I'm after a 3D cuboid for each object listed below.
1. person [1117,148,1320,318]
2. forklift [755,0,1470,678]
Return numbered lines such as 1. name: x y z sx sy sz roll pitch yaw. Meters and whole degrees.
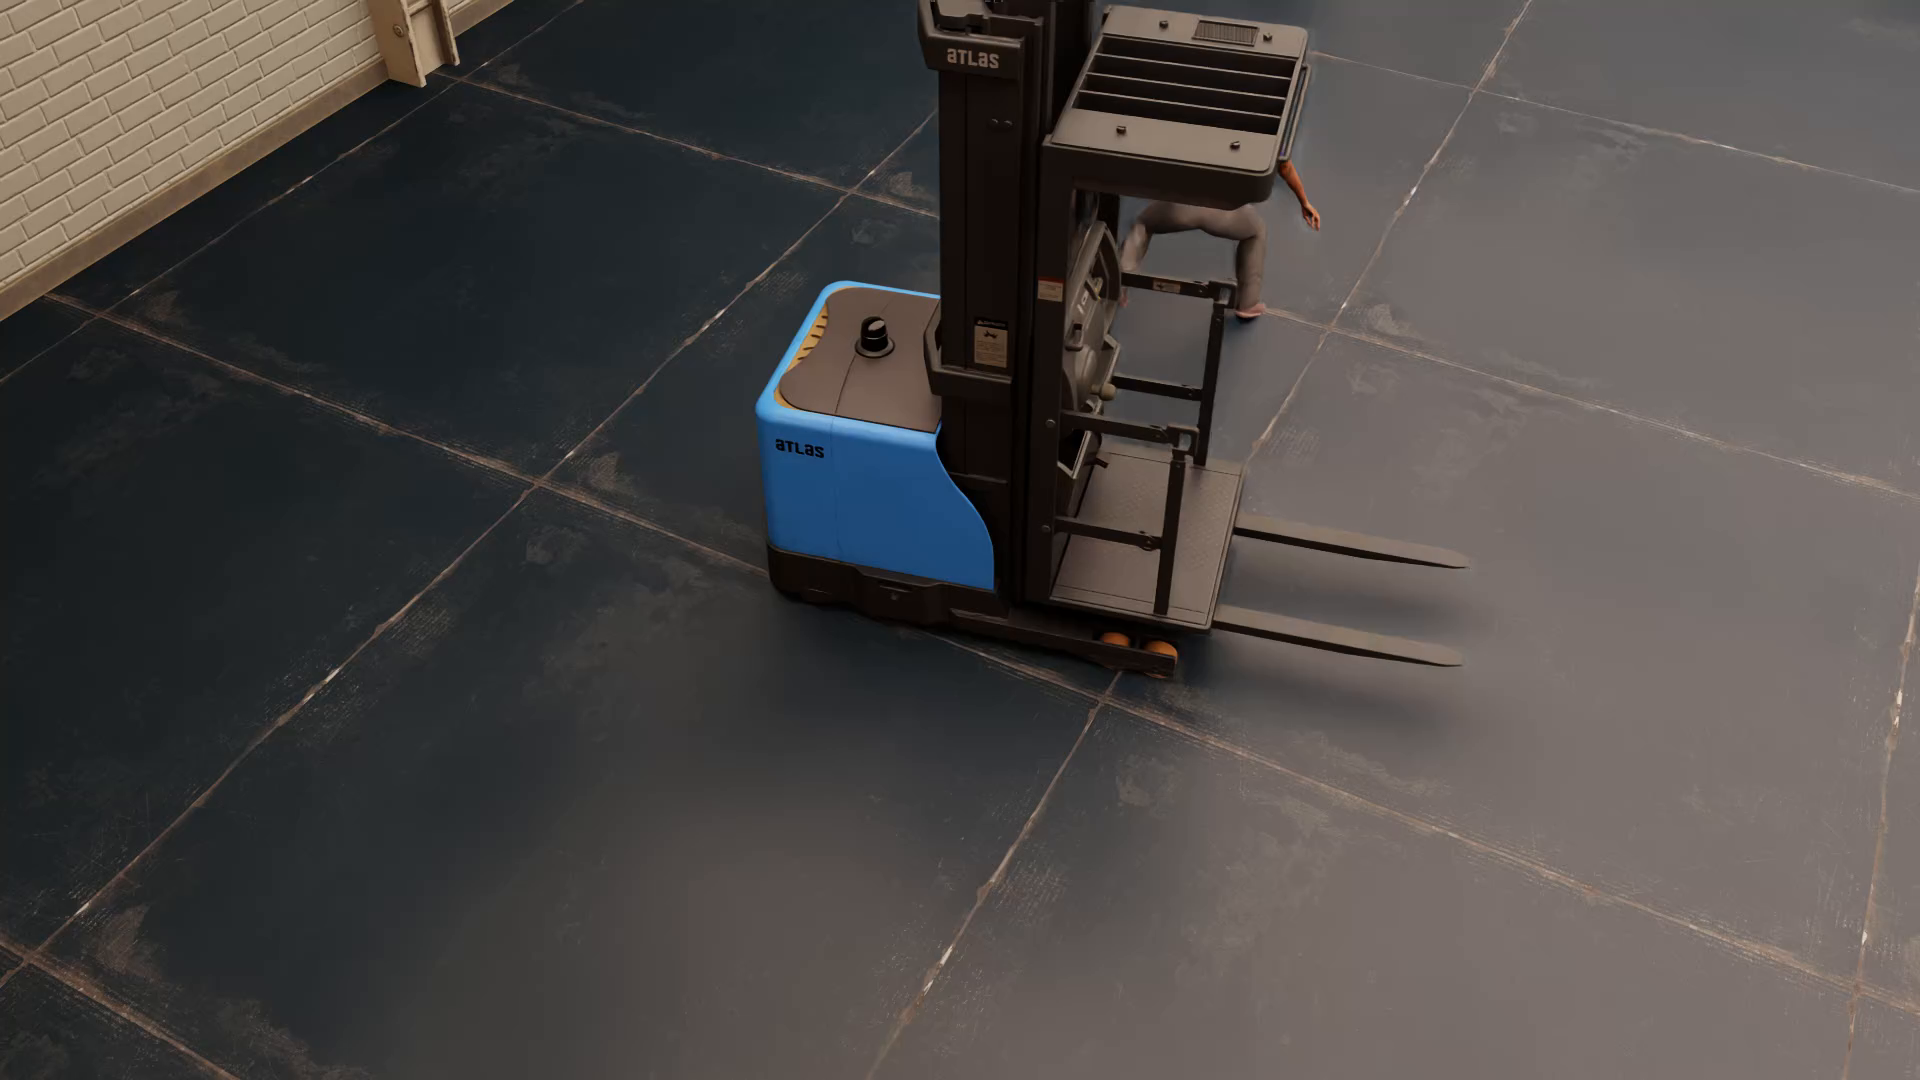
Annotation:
1. person: 1.318 -1.748 8.600 1.079 1.555 0.480 5 44 5
2. forklift: 0.714 -0.880 6.588 3.031 2.935 1.130 11 44 11
